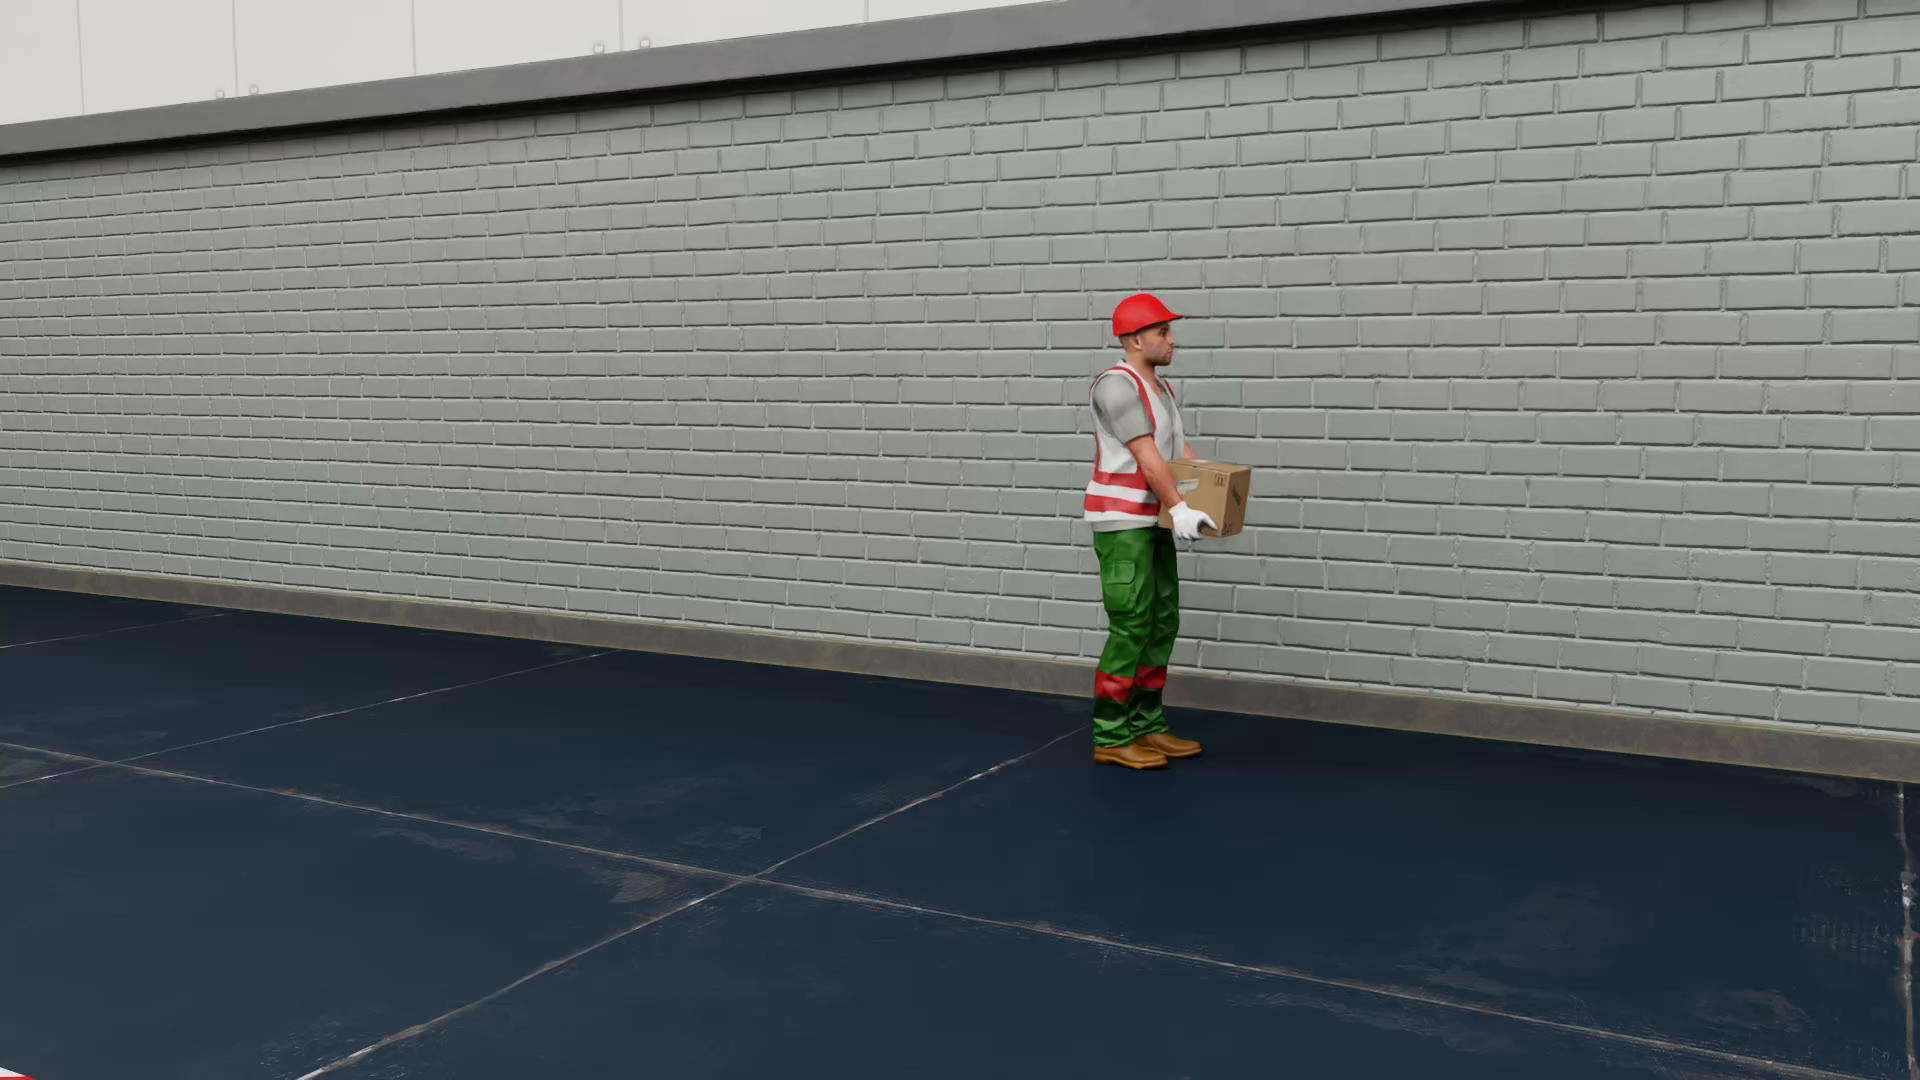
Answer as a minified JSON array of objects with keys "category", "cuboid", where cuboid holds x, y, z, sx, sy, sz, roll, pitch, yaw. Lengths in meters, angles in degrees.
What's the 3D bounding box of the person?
[{"category":"person","cuboid":[0.767,-0.040,6.348,0.556,1.786,0.495,3,7,28]}]
